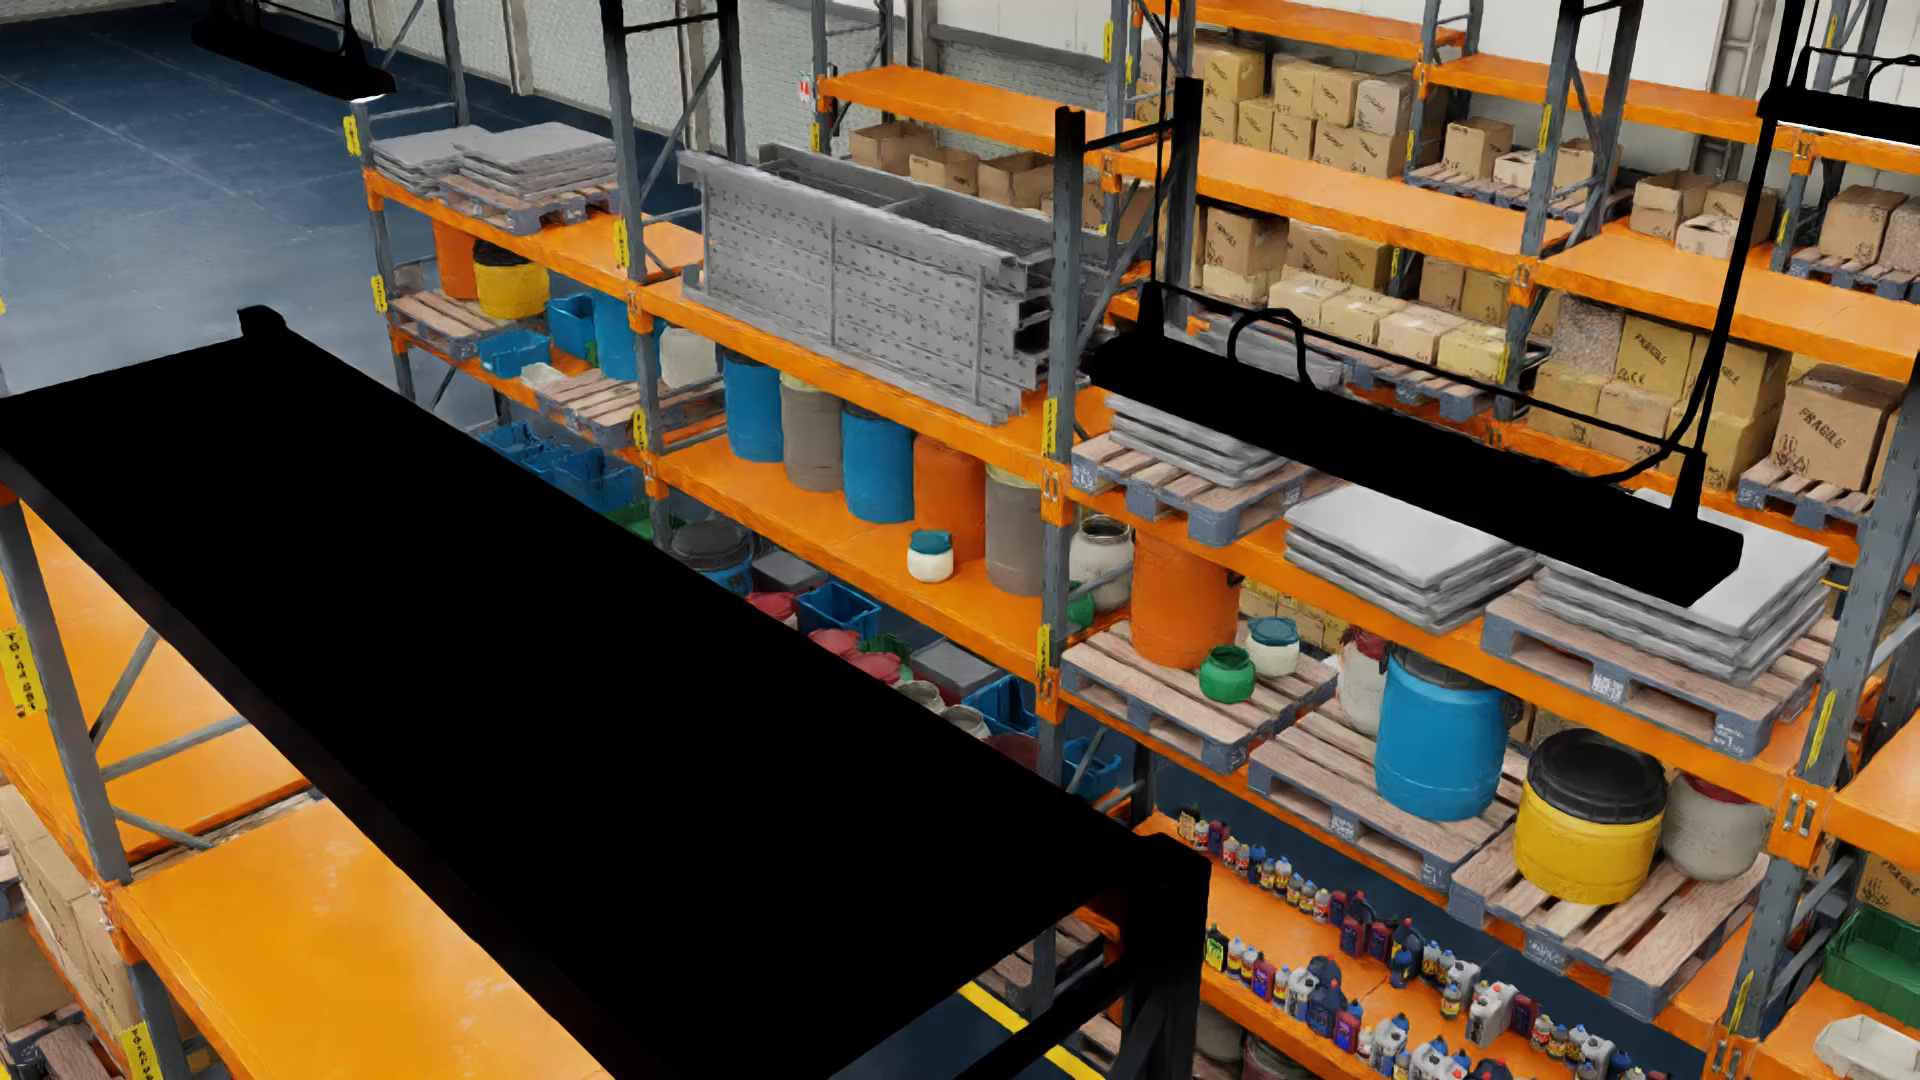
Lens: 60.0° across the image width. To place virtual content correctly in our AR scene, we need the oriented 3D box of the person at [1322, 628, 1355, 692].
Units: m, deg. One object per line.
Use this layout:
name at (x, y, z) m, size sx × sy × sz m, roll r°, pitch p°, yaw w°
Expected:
person at (2.854, 1.407, 12.440) m, size 0.538 × 1.669 × 0.454 m, roll 10°, pitch 30°, yaw 18°
